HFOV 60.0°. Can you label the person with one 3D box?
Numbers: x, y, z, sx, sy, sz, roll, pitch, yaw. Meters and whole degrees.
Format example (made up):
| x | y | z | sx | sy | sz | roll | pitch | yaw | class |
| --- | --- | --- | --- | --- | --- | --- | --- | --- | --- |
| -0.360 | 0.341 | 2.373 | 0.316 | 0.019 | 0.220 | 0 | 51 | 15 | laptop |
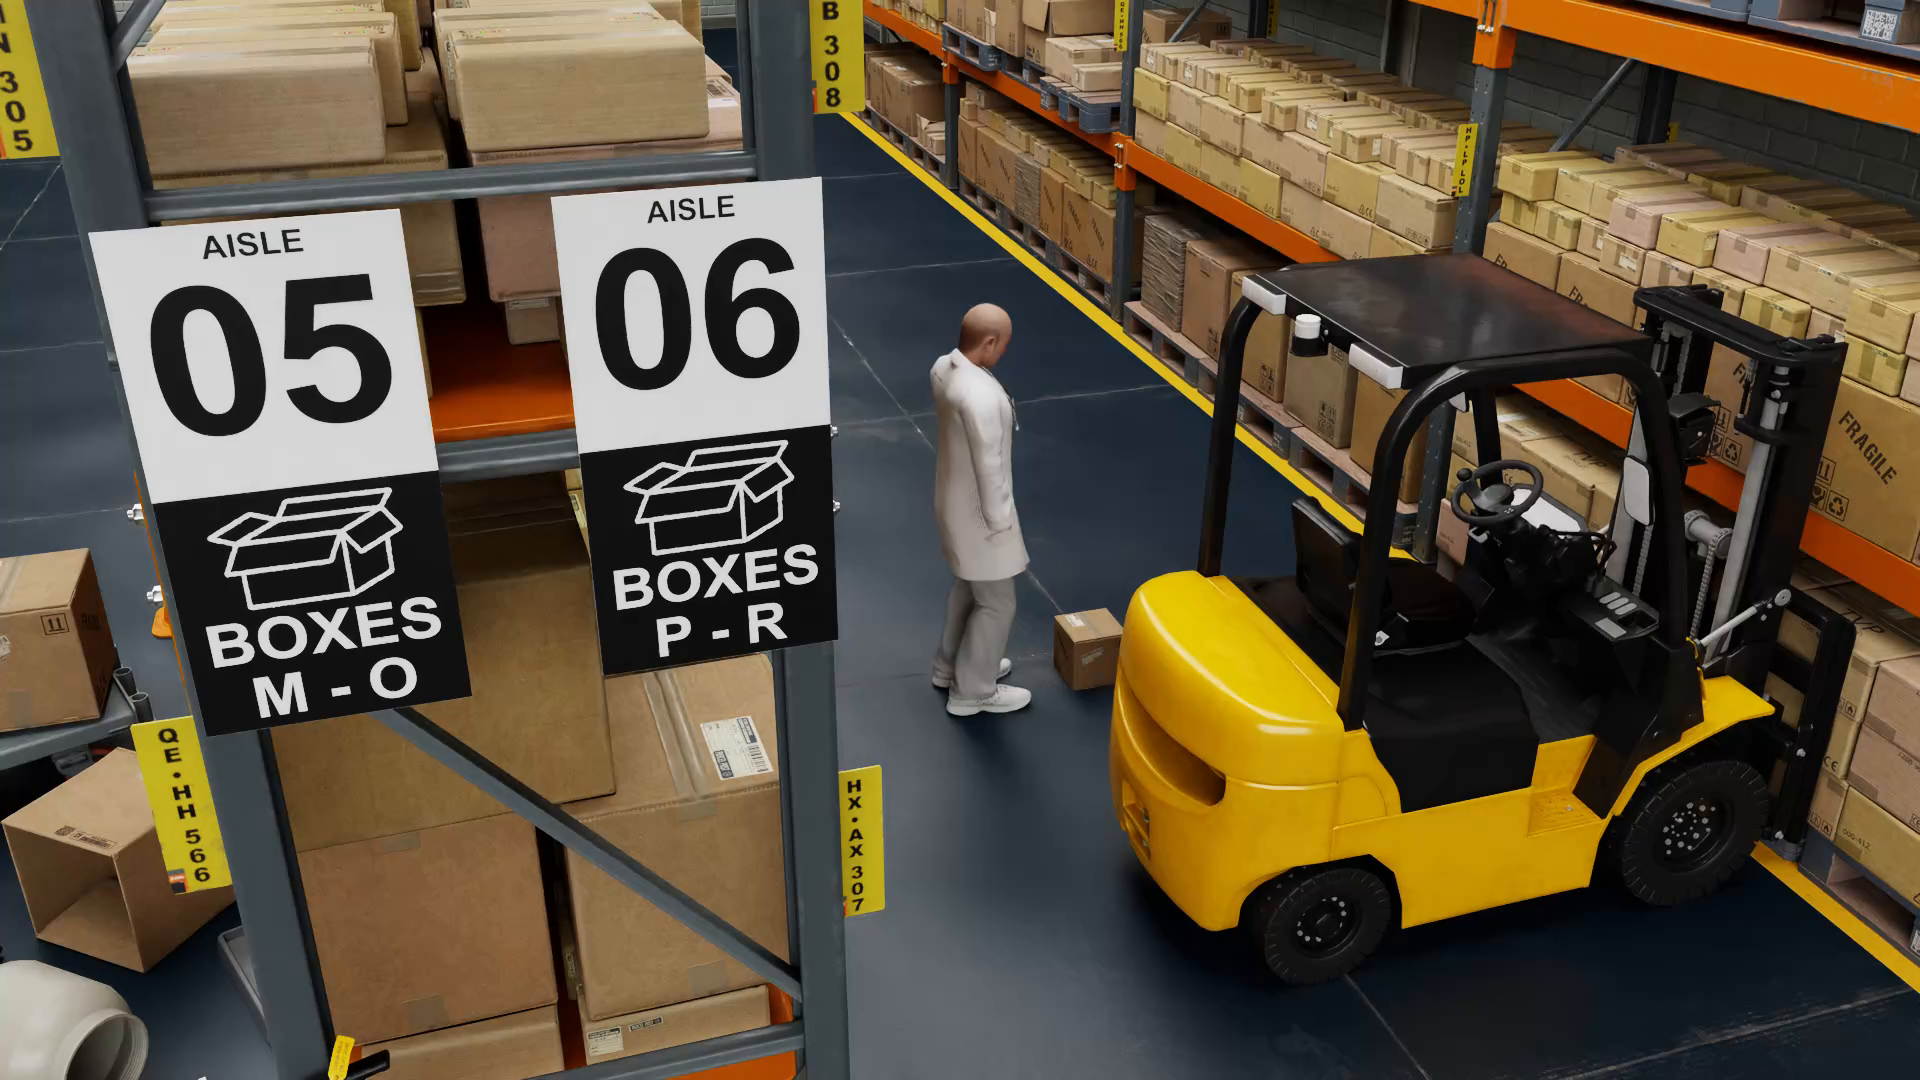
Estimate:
| x | y | z | sx | sy | sz | roll | pitch | yaw | class |
| --- | --- | --- | --- | --- | --- | --- | --- | --- | --- |
| 0.081 | -0.130 | 6.925 | 0.381 | 1.761 | 0.569 | -8 | 27 | -15 | person |
